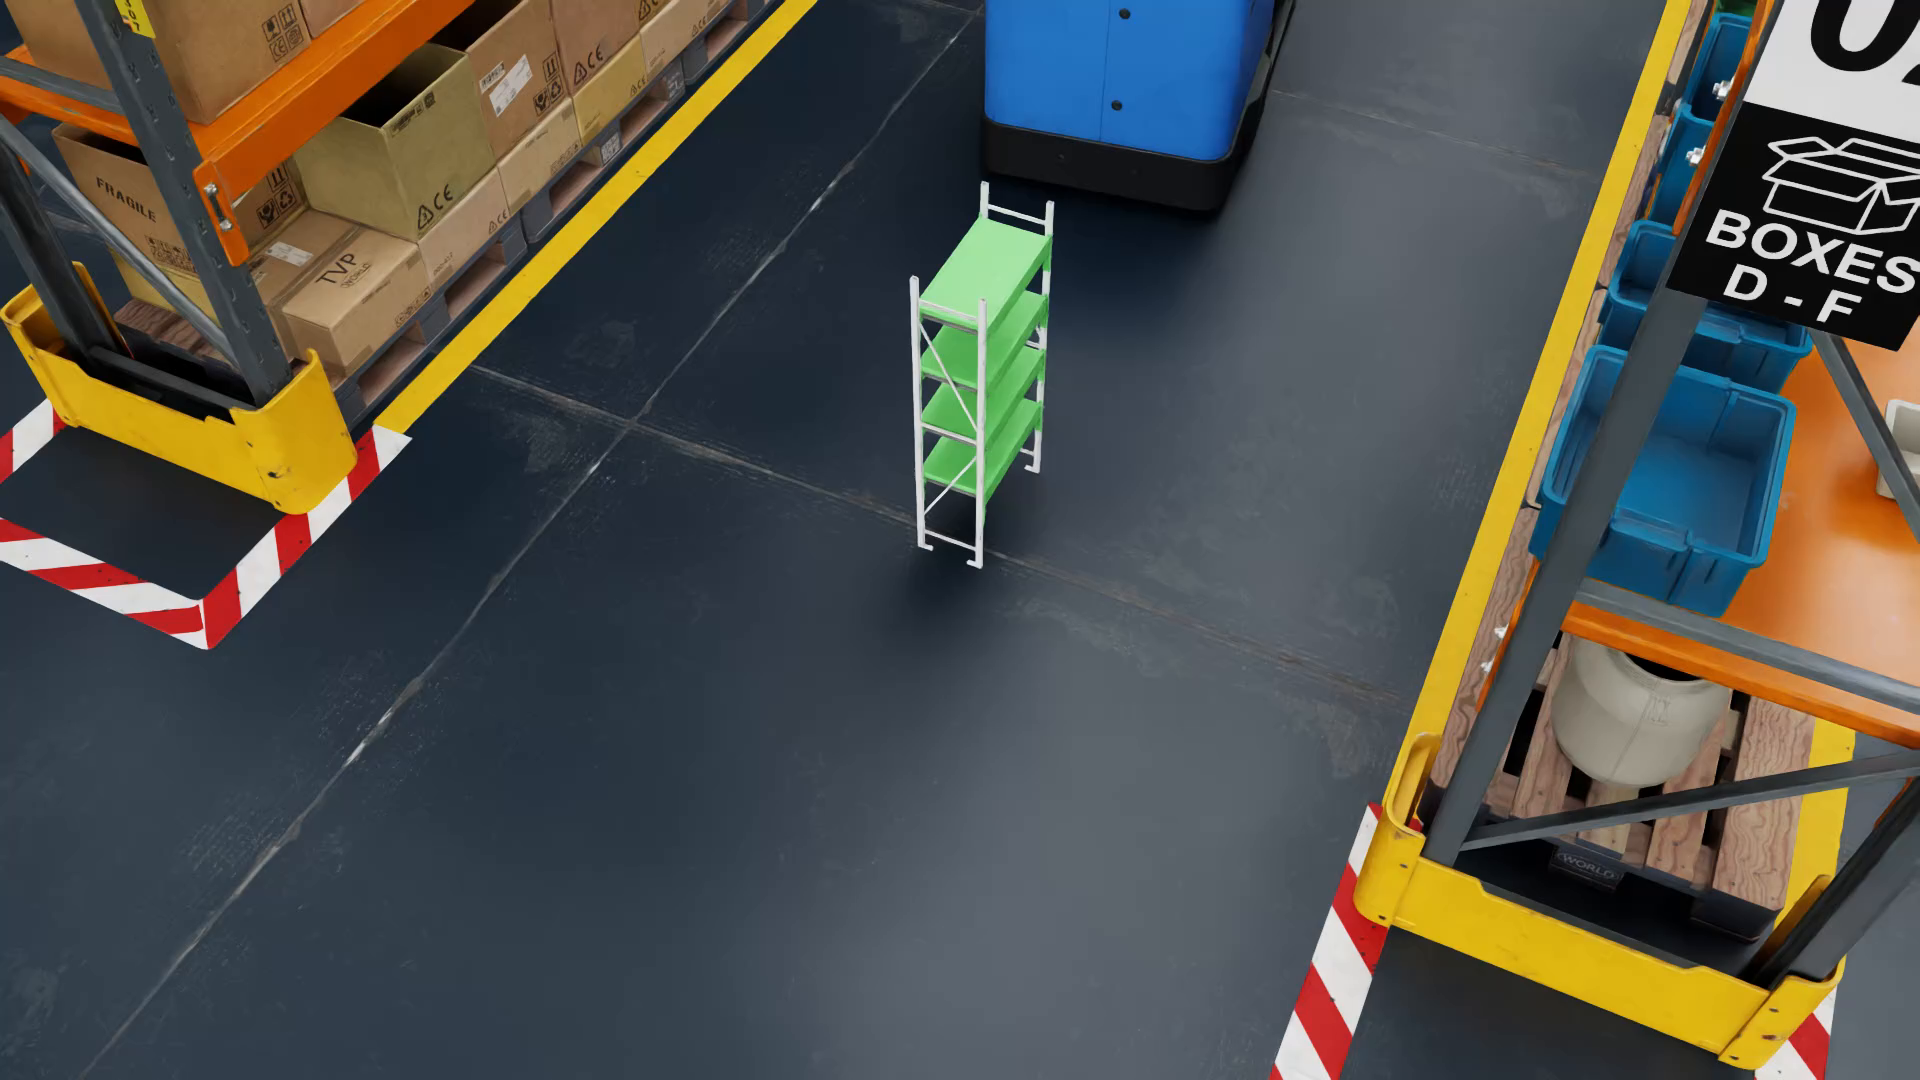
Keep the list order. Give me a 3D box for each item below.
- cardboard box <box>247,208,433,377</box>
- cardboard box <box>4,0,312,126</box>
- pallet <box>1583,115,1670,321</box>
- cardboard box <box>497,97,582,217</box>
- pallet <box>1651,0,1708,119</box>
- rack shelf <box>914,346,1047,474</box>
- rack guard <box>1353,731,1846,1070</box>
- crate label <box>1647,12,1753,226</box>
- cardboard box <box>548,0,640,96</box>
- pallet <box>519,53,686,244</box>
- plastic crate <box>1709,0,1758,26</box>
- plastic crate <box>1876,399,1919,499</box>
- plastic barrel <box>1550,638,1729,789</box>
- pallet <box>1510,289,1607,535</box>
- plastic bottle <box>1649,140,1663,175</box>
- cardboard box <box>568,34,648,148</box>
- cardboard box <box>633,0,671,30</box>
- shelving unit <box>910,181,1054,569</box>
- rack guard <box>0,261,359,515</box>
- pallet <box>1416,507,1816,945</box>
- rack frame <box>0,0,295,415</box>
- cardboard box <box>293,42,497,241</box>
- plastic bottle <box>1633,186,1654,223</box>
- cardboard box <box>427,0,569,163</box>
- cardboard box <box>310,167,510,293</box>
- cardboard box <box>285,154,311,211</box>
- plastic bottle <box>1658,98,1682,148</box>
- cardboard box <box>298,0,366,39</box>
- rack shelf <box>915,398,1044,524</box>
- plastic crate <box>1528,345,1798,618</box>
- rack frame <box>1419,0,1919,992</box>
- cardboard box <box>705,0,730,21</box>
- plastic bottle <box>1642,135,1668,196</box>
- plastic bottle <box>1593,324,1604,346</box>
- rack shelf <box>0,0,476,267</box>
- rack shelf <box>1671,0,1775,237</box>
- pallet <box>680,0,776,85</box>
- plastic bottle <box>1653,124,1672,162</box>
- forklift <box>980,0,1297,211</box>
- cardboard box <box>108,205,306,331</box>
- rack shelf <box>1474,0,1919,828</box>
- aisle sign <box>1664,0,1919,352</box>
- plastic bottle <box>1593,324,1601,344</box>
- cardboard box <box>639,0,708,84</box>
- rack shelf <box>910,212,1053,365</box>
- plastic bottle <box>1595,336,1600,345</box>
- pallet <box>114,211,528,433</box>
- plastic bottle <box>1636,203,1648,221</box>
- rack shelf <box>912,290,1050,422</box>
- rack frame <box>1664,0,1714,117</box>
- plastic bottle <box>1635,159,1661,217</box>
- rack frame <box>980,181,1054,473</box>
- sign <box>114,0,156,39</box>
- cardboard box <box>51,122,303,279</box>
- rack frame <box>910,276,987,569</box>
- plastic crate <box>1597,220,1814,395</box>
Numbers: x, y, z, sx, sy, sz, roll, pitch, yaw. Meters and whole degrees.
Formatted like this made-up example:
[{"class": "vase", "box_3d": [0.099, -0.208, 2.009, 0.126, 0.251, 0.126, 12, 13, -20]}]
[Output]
[{"class": "cardboard box", "box_3d": [-2.309, -0.911, 6.085, 0.500, 0.250, 0.500, 20, 52, 16]}, {"class": "cardboard box", "box_3d": [-2.528, -1.719, 5.177, 0.700, 0.500, 0.500, 20, 52, 16]}, {"class": "pallet", "box_3d": [3.122, -1.157, 6.596, 1.003, 0.211, 1.213, 20, 52, 16]}, {"class": "cardboard box", "box_3d": [-1.884, -1.601, 6.672, 0.500, 0.250, 0.500, 20, 52, 16]}, {"class": "pallet", "box_3d": [3.747, -2.159, 7.448, 1.003, 0.211, 1.213, 20, 52, 16]}, {"class": "rack shelf", "box_3d": [0.071, -0.461, 5.439, 0.258, 0.148, 0.480, 20, 52, 16]}, {"class": "rack guard", "box_3d": [1.728, 0.988, 4.581, 1.175, 0.500, 0.348, 20, 52, 16]}, {"class": "crate label", "box_3d": [2.280, -1.122, 4.712, 0.502, 0.435, 0.616, 20, 52, 16]}, {"class": "cardboard box", "box_3d": [-1.665, -2.186, 6.678, 0.500, 0.500, 0.500, 20, 52, 16]}, {"class": "pallet", "box_3d": [-1.928, -1.843, 7.179, 1.003, 0.211, 1.213, 20, 52, 16]}, {"class": "plastic crate", "box_3d": [2.612, -1.598, 5.279, 0.450, 0.188, 0.662, 20, 52, 16]}, {"class": "plastic crate", "box_3d": [2.411, -0.181, 4.107, 0.298, 0.136, 0.250, 20, 52, 16]}, {"class": "plastic barrel", "box_3d": [1.950, 0.437, 4.766, 0.421, 0.512, 0.421, 0, 50, 0]}, {"class": "pallet", "box_3d": [2.602, -0.313, 5.878, 1.003, 0.211, 1.213, 20, 52, 16]}, {"class": "plastic bottle", "box_3d": [2.828, -1.528, 6.629, 0.097, 0.201, 0.097, 0, 50, 0]}, {"class": "cardboard box", "box_3d": [-1.666, -1.943, 6.964, 0.500, 0.250, 0.500, 20, 52, 16]}, {"class": "cardboard box", "box_3d": [-1.465, -2.535, 6.975, 0.500, 0.500, 0.500, 20, 52, 16]}, {"class": "shelving unit", "box_3d": [0.071, -0.503, 5.390, 0.258, 1.200, 0.503, 20, 52, 16]}, {"class": "rack guard", "box_3d": [-2.749, -0.542, 5.883, 1.175, 0.500, 0.348, 20, 52, 16]}, {"class": "pallet", "box_3d": [2.080, 0.524, 5.166, 1.003, 0.211, 1.213, 20, 52, 16]}, {"class": "rack frame", "box_3d": [-2.739, -1.369, 4.945, 1.000, 3.000, 0.127, 20, 52, 16]}, {"class": "cardboard box", "box_3d": [-2.097, -1.499, 6.093, 0.500, 0.500, 0.500, 20, 52, 16]}, {"class": "plastic bottle", "box_3d": [2.646, -1.242, 6.288, 0.144, 0.351, 0.185, 18, 52, 15]}, {"class": "cardboard box", "box_3d": [-1.895, -1.847, 6.390, 0.500, 0.500, 0.500, 20, 52, 16]}, {"class": "cardboard box", "box_3d": [-2.098, -1.256, 6.379, 0.500, 0.250, 0.500, 20, 52, 16]}, {"class": "cardboard box", "box_3d": [-2.574, -1.428, 6.525, 0.500, 0.250, 0.500, 20, 52, 16]}, {"class": "plastic bottle", "box_3d": [2.914, -1.691, 6.722, 0.097, 0.271, 0.097, 0, 50, 0]}, {"class": "cardboard box", "box_3d": [-2.308, -2.082, 5.486, 0.700, 0.500, 0.500, 21, 53, 17]}, {"class": "rack shelf", "box_3d": [0.071, -0.306, 5.621, 0.258, 0.148, 0.480, 20, 52, 16]}, {"class": "plastic crate", "box_3d": [1.681, -0.149, 4.004, 0.499, 0.251, 0.616, 20, 52, 16]}, {"class": "rack frame", "box_3d": [1.738, 0.245, 3.572, 1.000, 3.000, 0.127, 20, 52, 16]}, {"class": "cardboard box", "box_3d": [-1.253, -2.637, 7.554, 0.500, 0.250, 0.500, 20, 52, 16]}, {"class": "plastic bottle", "box_3d": [2.801, -1.461, 6.523, 0.152, 0.276, 0.135, 22, 53, 17]}, {"class": "plastic bottle", "box_3d": [2.318, -0.682, 5.860, 0.152, 0.276, 0.135, 18, 52, 15]}, {"class": "rack shelf", "box_3d": [-1.885, -2.513, 6.391, 1.077, 0.370, 4.000, 20, 52, 16]}, {"class": "rack shelf", "box_3d": [2.592, -1.871, 3.875, 1.077, 0.370, 4.000, 20, 52, 16]}, {"class": "pallet", "box_3d": [-1.408, -2.686, 7.897, 1.003, 0.211, 1.213, 20, 52, 16]}, {"class": "plastic bottle", "box_3d": [2.871, -1.598, 6.689, 0.097, 0.201, 0.097, 0, 50, 0]}, {"class": "forklift", "box_3d": [1.003, -3.449, 6.760, 1.130, 2.935, 3.031, 13, 51, 11]}, {"class": "cardboard box", "box_3d": [-2.777, -1.079, 6.229, 0.500, 0.250, 0.500, 20, 52, 16]}, {"class": "rack shelf", "box_3d": [2.592, -0.899, 5.018, 1.077, 0.370, 4.000, 20, 52, 16]}, {"class": "aisle sign", "box_3d": [1.439, -0.644, 2.622, 0.394, 0.787, 0.004, 20, 52, 16]}, {"class": "plastic bottle", "box_3d": [2.385, -0.822, 5.930, 0.144, 0.351, 0.185, 22, 53, 18]}, {"class": "cardboard box", "box_3d": [-1.453, -2.288, 7.257, 0.500, 0.250, 0.500, 20, 52, 16]}, {"class": "rack shelf", "box_3d": [0.071, -0.772, 5.073, 0.258, 0.148, 0.480, 20, 52, 16]}, {"class": "plastic bottle", "box_3d": [2.259, -0.587, 5.779, 0.152, 0.276, 0.135, 20, 53, 16]}, {"class": "pallet", "box_3d": [-2.450, -1.006, 6.467, 1.003, 0.211, 1.213, 20, 52, 16]}, {"class": "plastic bottle", "box_3d": [2.538, -1.120, 6.229, 0.061, 0.283, 0.133, 22, 53, 18]}, {"class": "rack shelf", "box_3d": [0.071, -0.617, 5.256, 0.258, 0.148, 0.480, 20, 52, 16]}, {"class": "rack frame", "box_3d": [3.447, -2.509, 5.915, 1.000, 3.000, 0.127, 20, 52, 16]}, {"class": "plastic bottle", "box_3d": [2.727, -1.372, 6.399, 0.144, 0.351, 0.185, 21, 53, 17]}, {"class": "rack frame", "box_3d": [0.175, -0.671, 5.533, 0.240, 1.200, 0.015, 20, 52, 16]}, {"class": "sign", "box_3d": [-2.240, -1.490, 4.428, 0.100, 0.325, 0.005, 20, 52, 16]}, {"class": "cardboard box", "box_3d": [-2.779, -1.323, 5.944, 0.500, 0.500, 0.500, 20, 52, 16]}, {"class": "rack frame", "box_3d": [-0.034, -0.335, 5.247, 0.240, 1.200, 0.015, 20, 52, 16]}, {"class": "plastic crate", "box_3d": [1.964, -0.594, 4.383, 0.499, 0.251, 0.408, 20, 52, 16]}]
